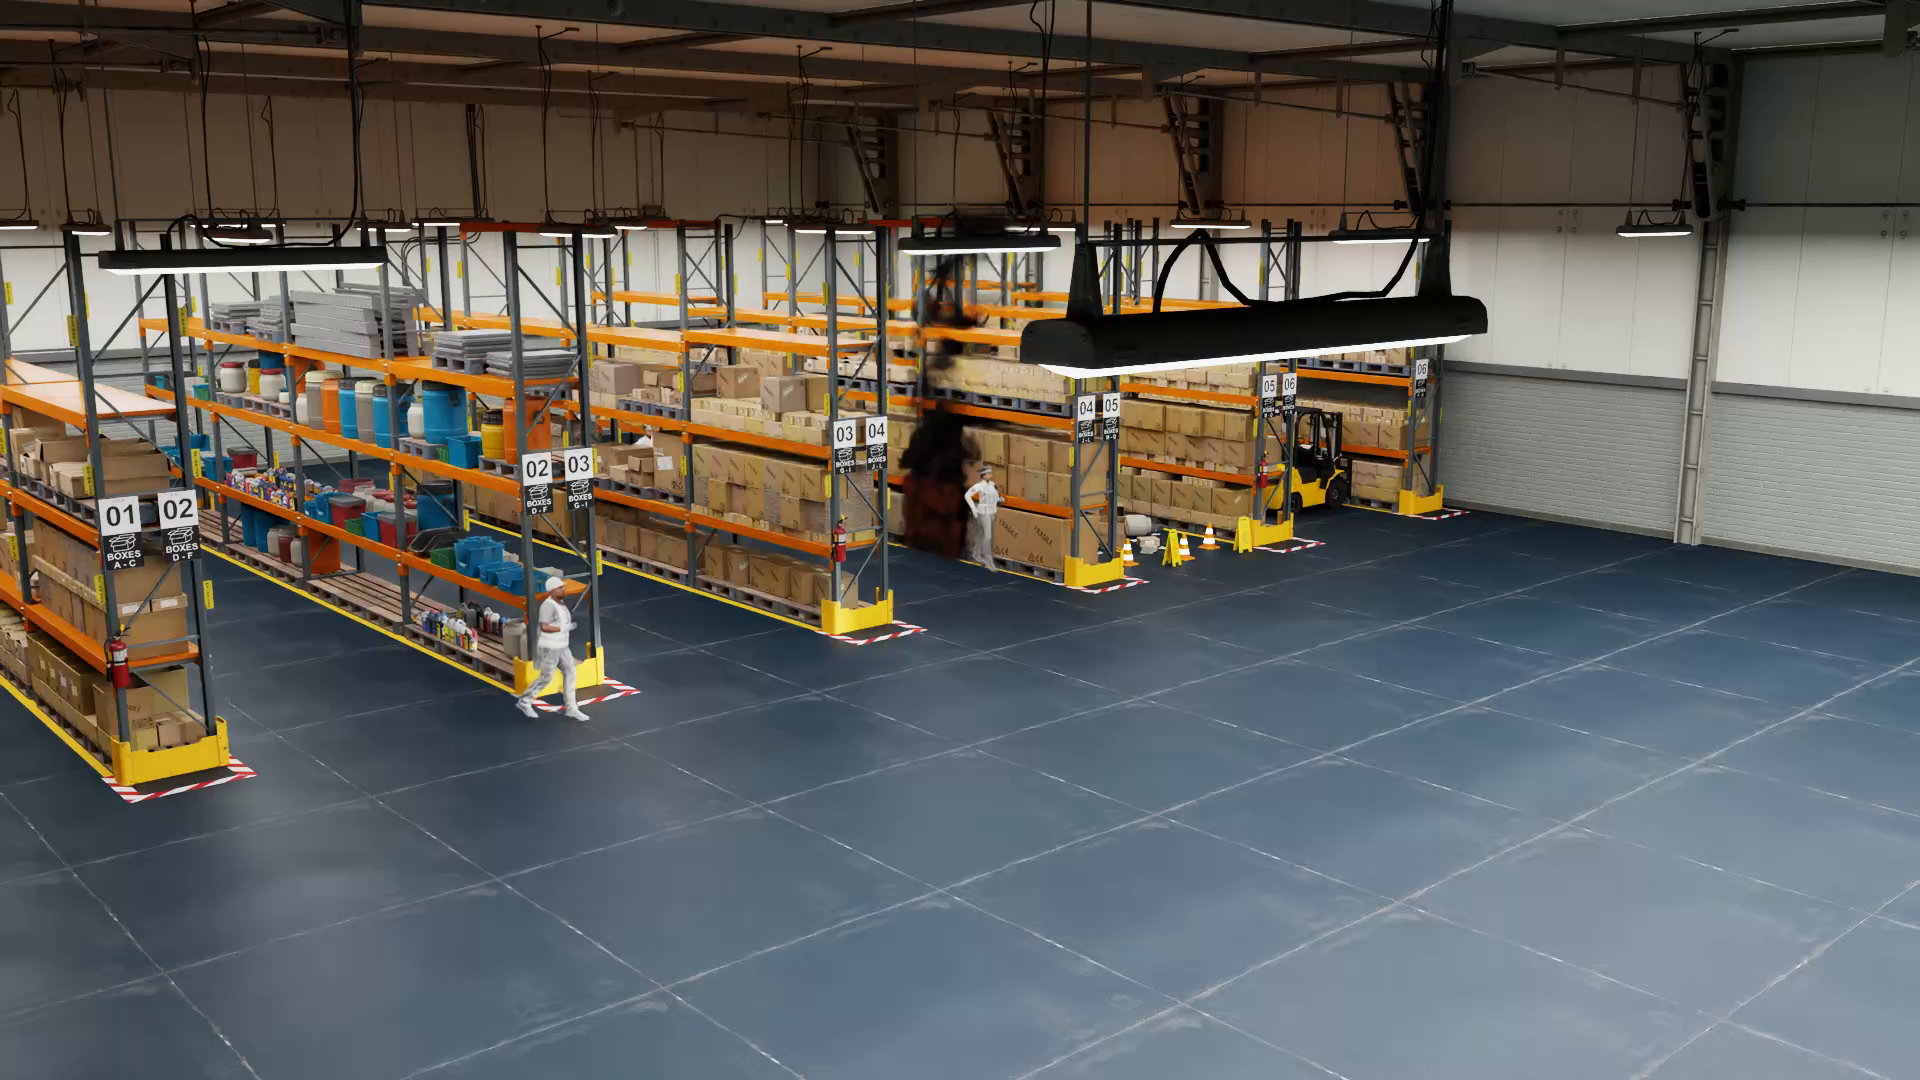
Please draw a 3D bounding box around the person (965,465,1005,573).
[{"bbox_3d":[0.456,-0.367,28.066,0.720,1.792,0.584,9,14,36],"label":"person"}]

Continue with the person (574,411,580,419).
[{"bbox_3d":[-9.307,-2.536,40.456,0.654,1.592,0.614,8,14,34],"label":"person"}]

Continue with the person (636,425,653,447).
[{"bbox_3d":[-6.619,-1.609,35.508,0.673,1.765,0.829,-9,15,-38],"label":"person"}]

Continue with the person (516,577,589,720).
[{"bbox_3d":[-5.058,1.347,20.662,0.898,1.801,0.686,1,12,7],"label":"person"}]
